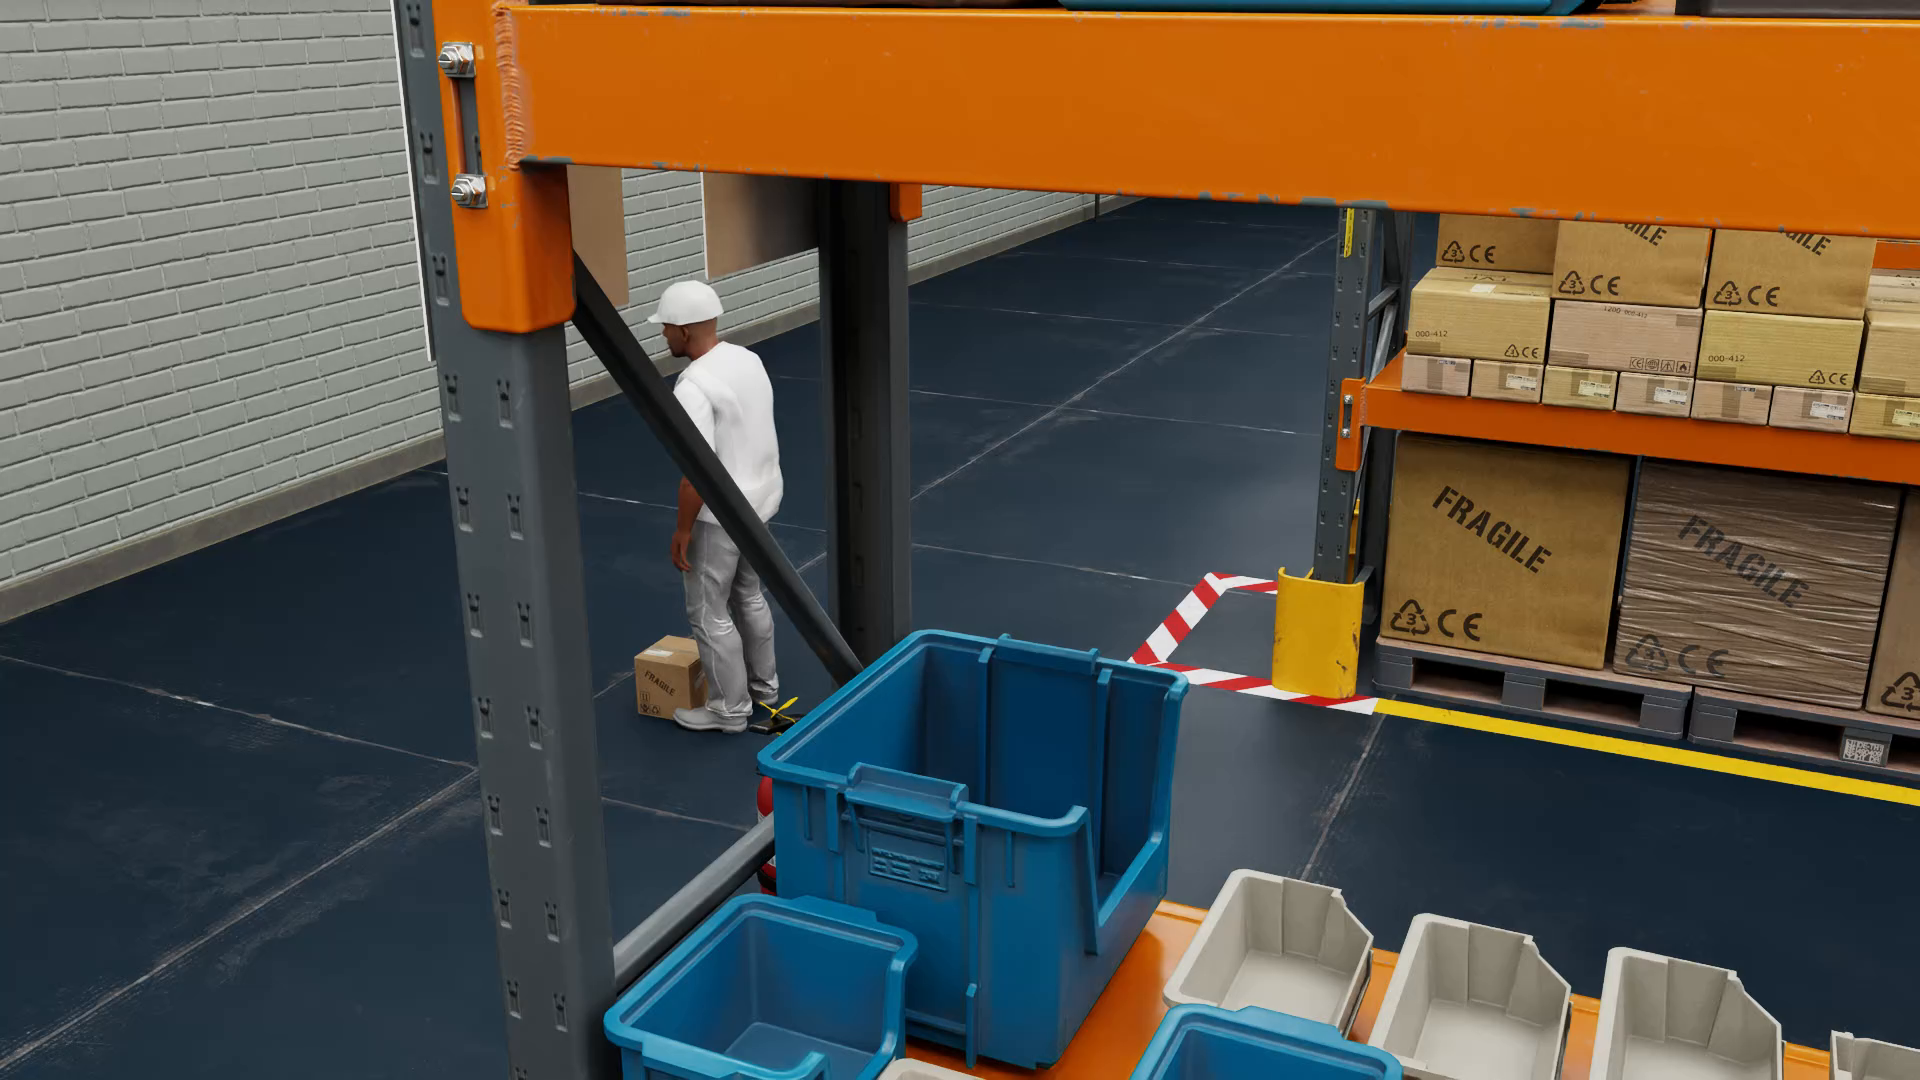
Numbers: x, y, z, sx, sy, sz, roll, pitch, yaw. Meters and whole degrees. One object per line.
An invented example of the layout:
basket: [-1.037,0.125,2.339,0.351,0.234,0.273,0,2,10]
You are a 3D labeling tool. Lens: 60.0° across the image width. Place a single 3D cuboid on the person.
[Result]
person: [-0.930,-0.122,6.394,0.461,1.759,0.634,7,20,20]
